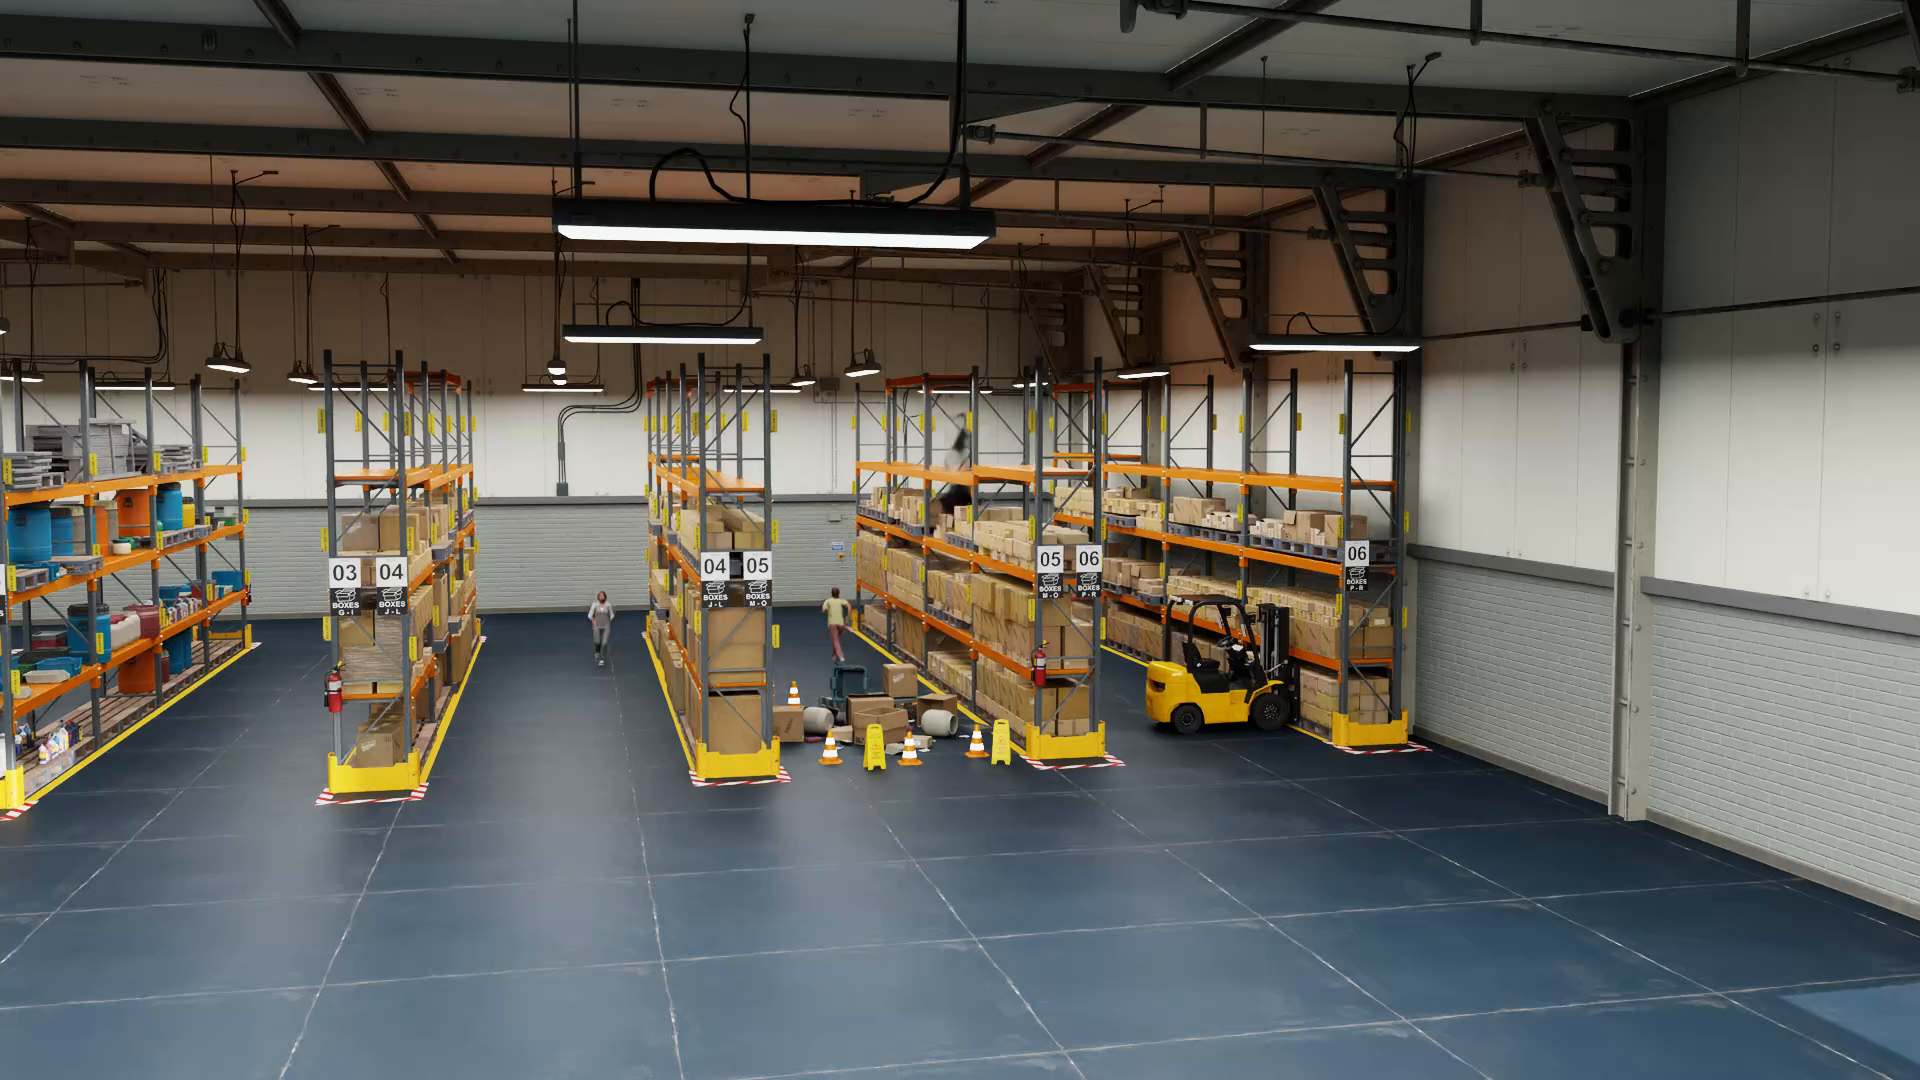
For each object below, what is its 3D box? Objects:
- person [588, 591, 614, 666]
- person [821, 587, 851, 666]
[{"bbox_3d":[-7.422,1.828,34.436,0.517,1.554,0.528,-1,4,-16],"label":"person"},{"bbox_3d":[-2.520,1.821,34.038,0.578,1.675,1.006,-1,4,-20],"label":"person"}]
